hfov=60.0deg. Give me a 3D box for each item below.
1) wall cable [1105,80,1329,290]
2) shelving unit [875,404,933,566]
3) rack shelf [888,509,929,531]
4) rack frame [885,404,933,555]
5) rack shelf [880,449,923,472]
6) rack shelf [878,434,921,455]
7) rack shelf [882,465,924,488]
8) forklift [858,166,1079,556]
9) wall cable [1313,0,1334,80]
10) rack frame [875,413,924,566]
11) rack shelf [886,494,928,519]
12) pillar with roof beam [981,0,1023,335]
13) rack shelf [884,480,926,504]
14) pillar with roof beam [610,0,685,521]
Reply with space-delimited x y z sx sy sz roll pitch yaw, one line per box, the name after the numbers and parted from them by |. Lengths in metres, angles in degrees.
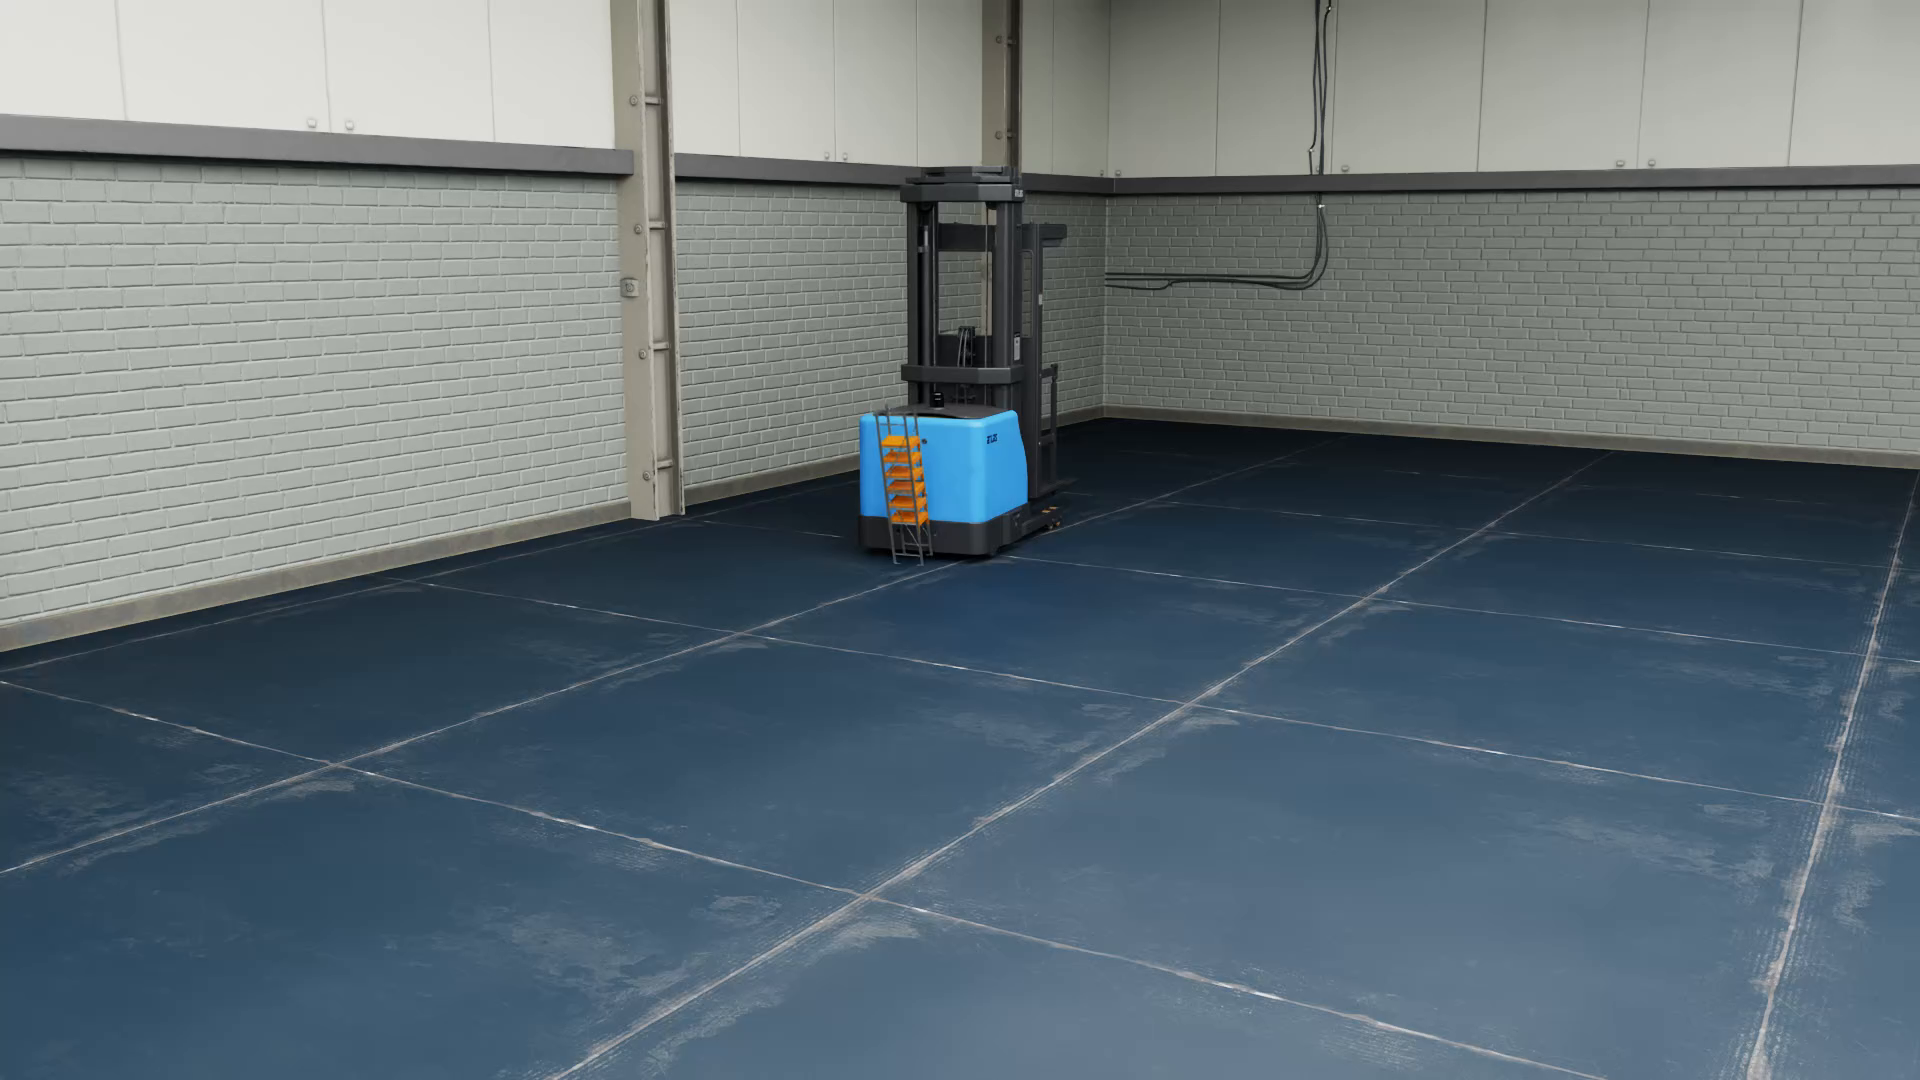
3.134 -4.389 20.797 3.097 2.526 0.112 6 12 31 | wall cable
-0.408 -0.397 12.199 0.258 1.200 0.189 4 27 21 | shelving unit
-0.380 -0.140 12.318 0.258 0.103 0.180 4 27 21 | rack shelf
-0.375 -0.435 12.275 0.240 1.200 0.006 4 27 21 | rack frame
-0.426 -0.573 12.117 0.258 0.103 0.180 4 27 21 | rack shelf
-0.438 -0.682 12.067 0.258 0.103 0.180 4 27 21 | rack shelf
-0.415 -0.465 12.168 0.258 0.103 0.180 4 27 21 | rack shelf
0.224 -1.548 13.670 1.130 2.935 3.031 4 11 21 | forklift
5.446 -6.613 18.952 3.097 2.526 0.112 6 12 31 | wall cable
-0.440 -0.358 12.123 0.240 1.200 0.006 4 27 21 | rack frame
-0.392 -0.248 12.268 0.258 0.103 0.180 4 27 21 | rack shelf
4.153 -5.167 16.515 9.100 9.000 0.400 6 12 31 | pillar with roof beam
-0.403 -0.356 12.218 0.258 0.103 0.180 4 27 21 | rack shelf
1.038 -4.224 11.474 9.100 9.000 0.400 6 12 31 | pillar with roof beam
